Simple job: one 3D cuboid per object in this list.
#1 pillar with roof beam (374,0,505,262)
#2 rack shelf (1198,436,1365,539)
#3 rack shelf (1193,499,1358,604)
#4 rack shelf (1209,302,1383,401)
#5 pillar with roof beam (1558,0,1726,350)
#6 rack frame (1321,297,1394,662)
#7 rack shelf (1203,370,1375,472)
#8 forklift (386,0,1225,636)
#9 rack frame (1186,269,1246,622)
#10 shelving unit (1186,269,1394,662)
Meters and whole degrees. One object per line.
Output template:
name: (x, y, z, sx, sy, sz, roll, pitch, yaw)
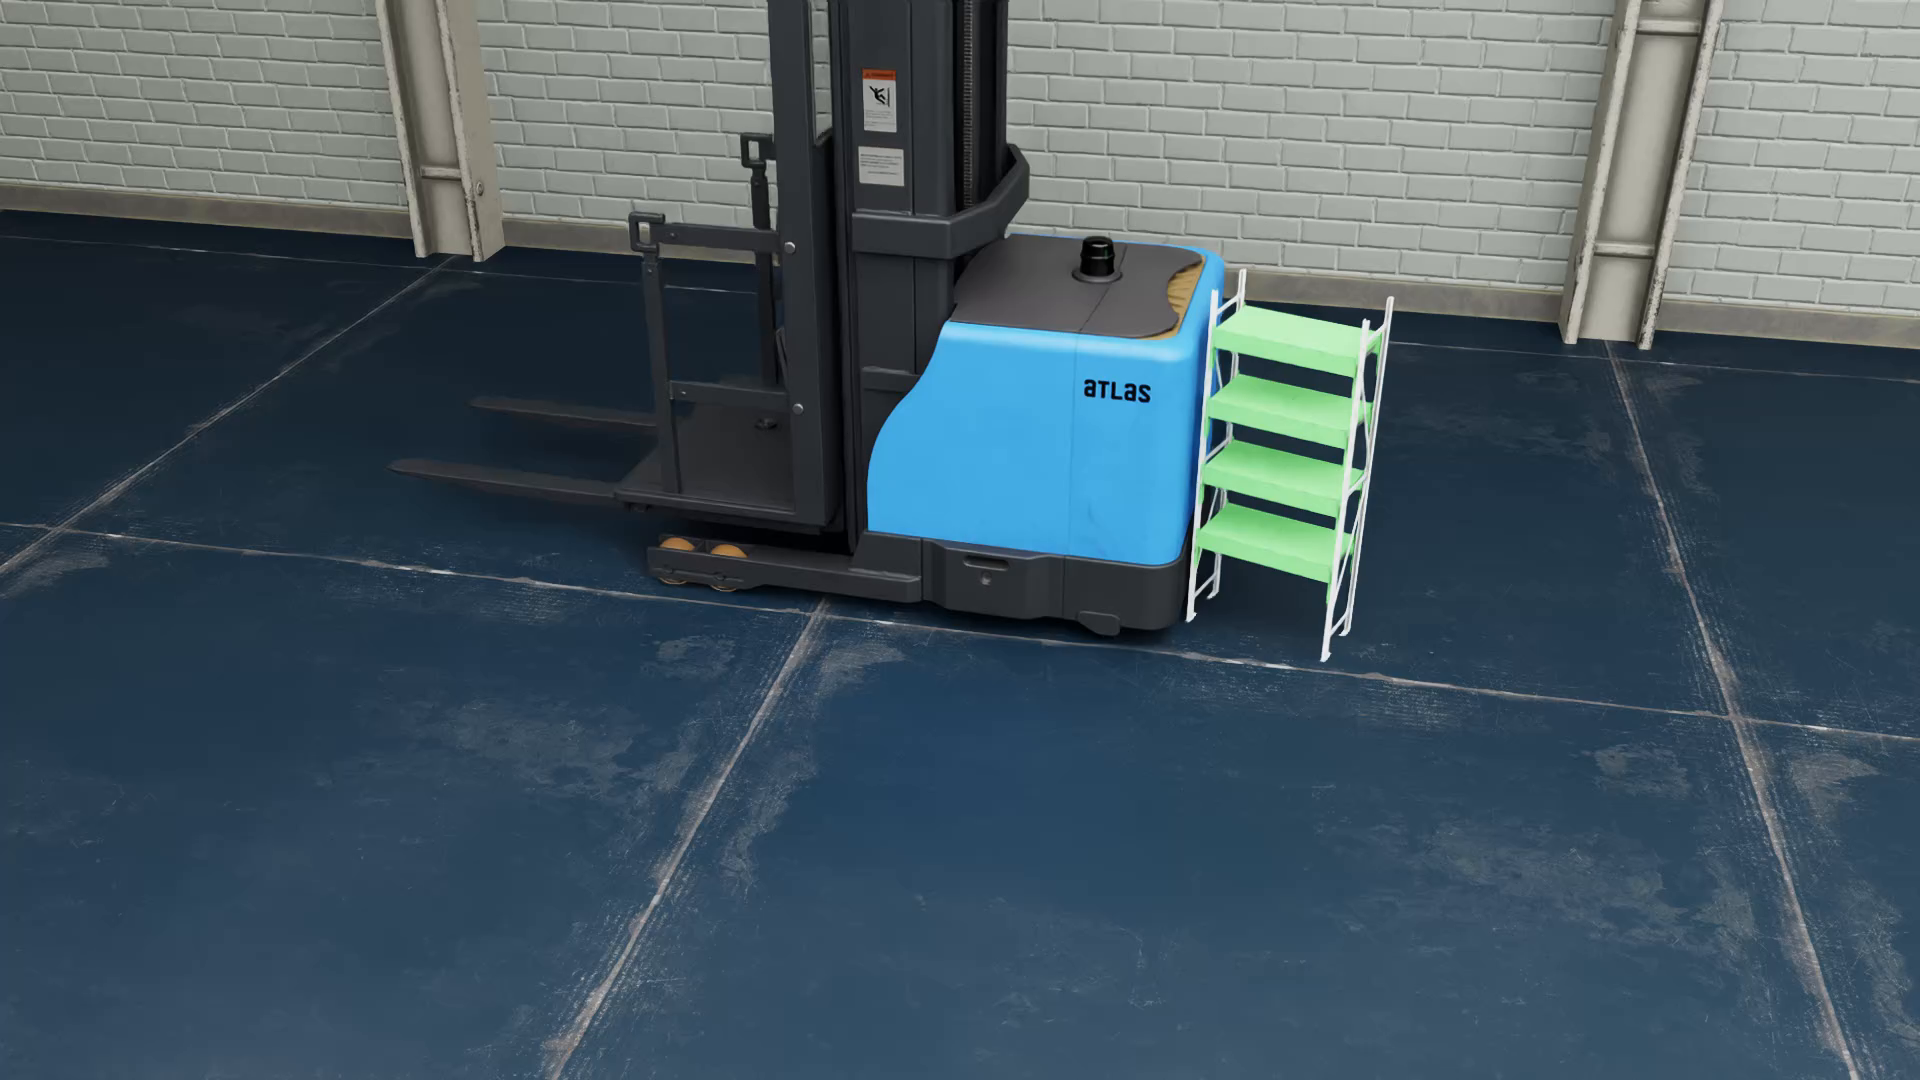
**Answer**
pillar with roof beam: (-3.645, -3.524, 3.315, 0.400, 9.000, 9.100, 6, 29, 11)
rack shelf: (1.059, -0.177, 5.458, 0.480, 0.148, 0.258, 16, 33, 27)
rack shelf: (1.059, 0.033, 5.573, 0.480, 0.148, 0.258, 16, 33, 27)
rack shelf: (1.059, -0.598, 5.227, 0.480, 0.148, 0.258, 16, 33, 27)
pillar with roof beam: (2.223, -2.922, 2.216, 0.400, 9.000, 9.100, 6, 29, 11)
rack frame: (1.266, -0.172, 5.315, 0.015, 1.200, 0.240, 16, 33, 27)
rack shelf: (1.059, -0.388, 5.342, 0.480, 0.148, 0.258, 16, 33, 27)
forklift: (-0.623, -1.337, 5.639, 3.031, 2.935, 1.130, 7, 29, 13)
rack frame: (0.851, -0.295, 5.539, 0.015, 1.200, 0.240, 16, 33, 27)
shelving unit: (1.059, -0.233, 5.427, 0.503, 1.200, 0.258, 16, 33, 27)
